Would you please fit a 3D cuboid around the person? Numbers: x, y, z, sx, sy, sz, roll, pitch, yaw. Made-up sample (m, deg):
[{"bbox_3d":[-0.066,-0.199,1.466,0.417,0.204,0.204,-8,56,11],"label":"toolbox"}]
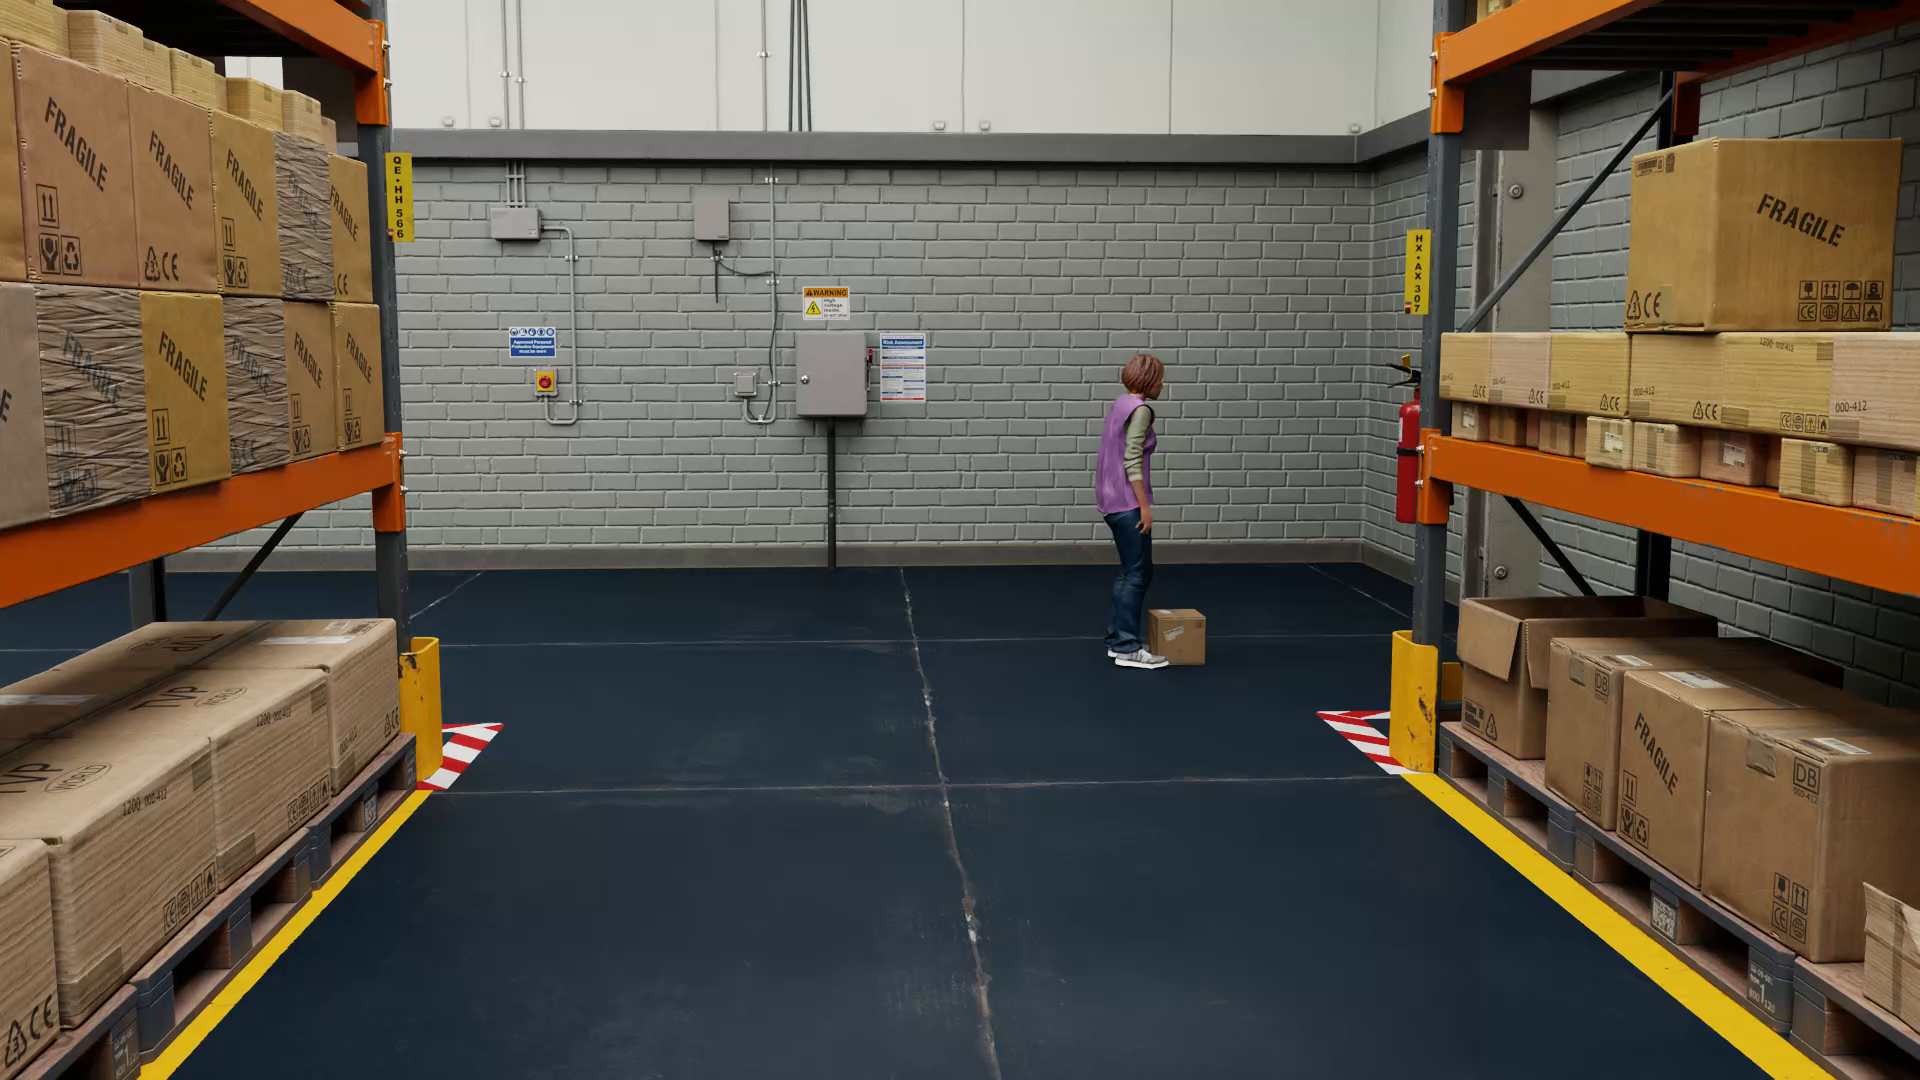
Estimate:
[{"bbox_3d":[0.882,-0.156,8.571,0.345,1.591,0.477,-1,7,-7],"label":"person"}]
